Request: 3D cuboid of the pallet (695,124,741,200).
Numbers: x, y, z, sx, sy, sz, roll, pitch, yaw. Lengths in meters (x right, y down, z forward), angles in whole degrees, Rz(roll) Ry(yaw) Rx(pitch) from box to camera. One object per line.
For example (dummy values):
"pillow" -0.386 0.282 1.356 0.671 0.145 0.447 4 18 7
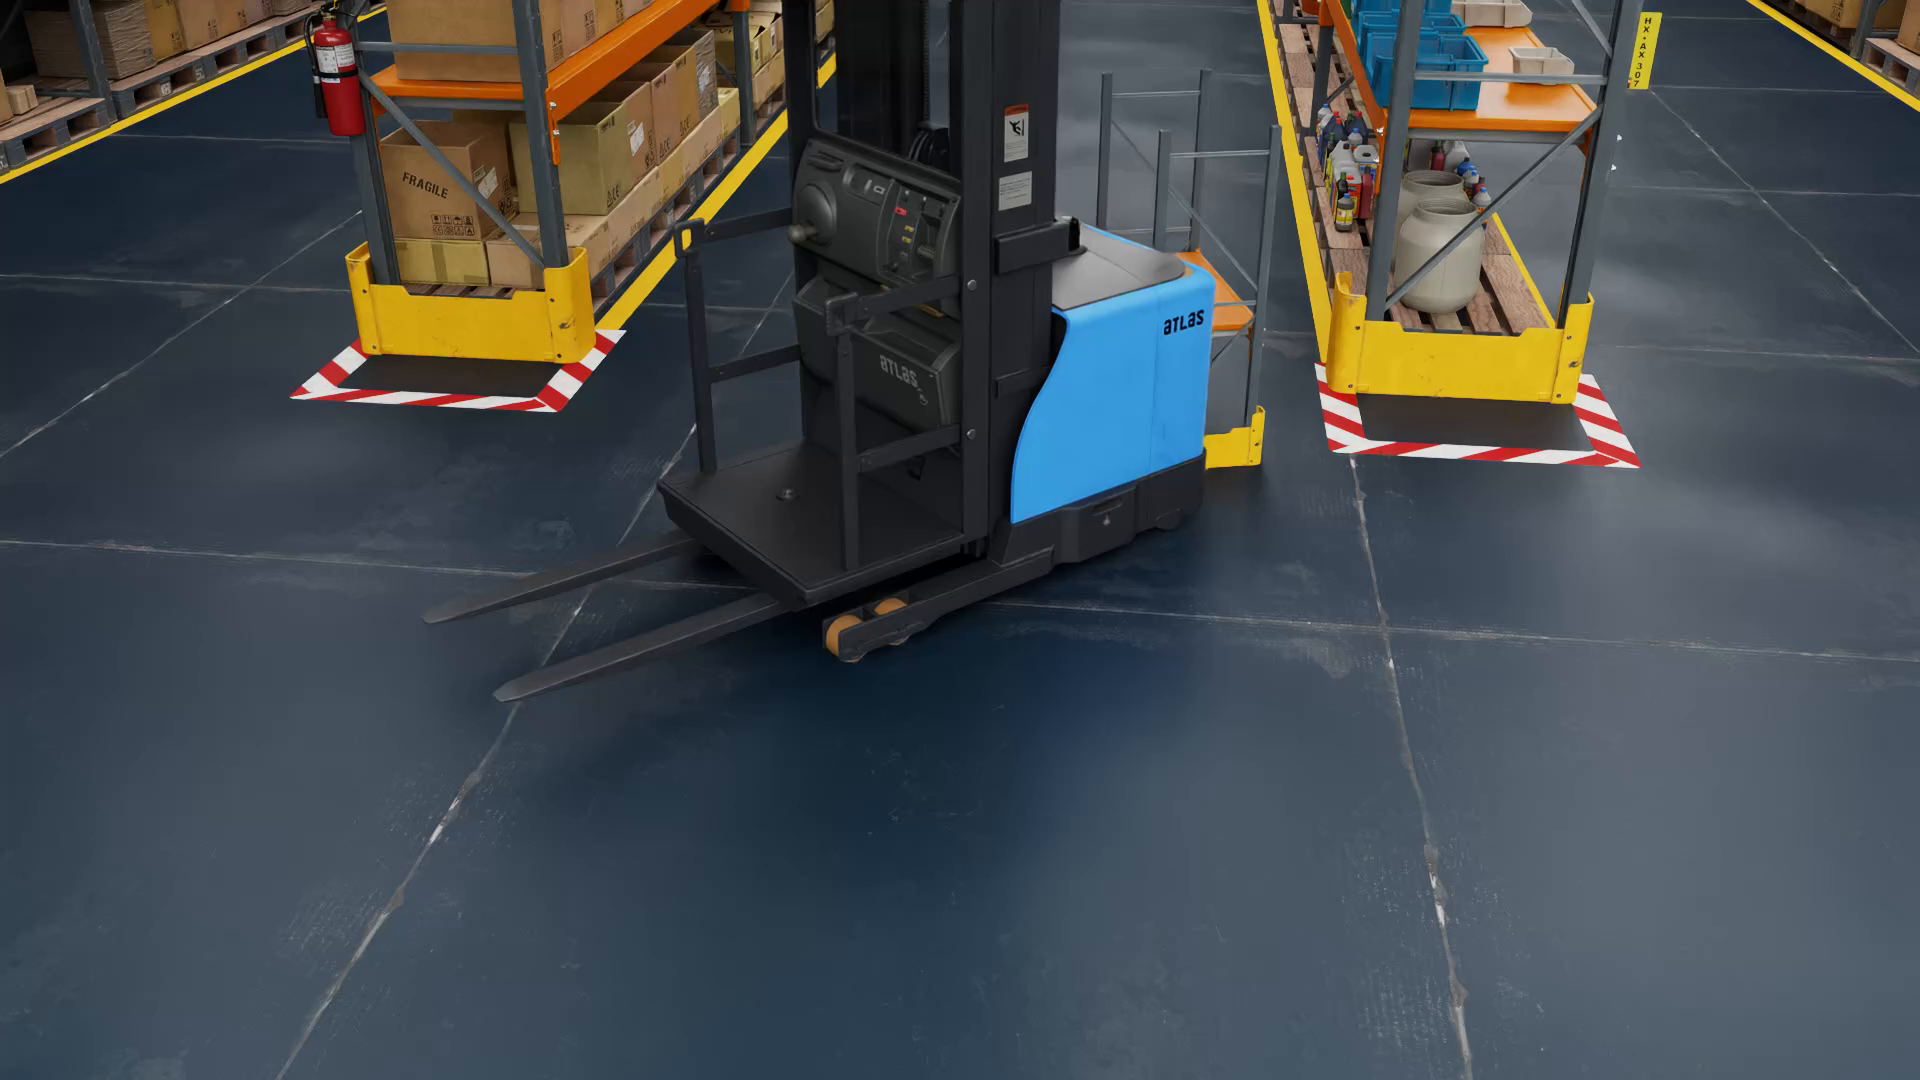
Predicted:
"pallet" -2.131 -2.618 11.387 1.003 0.211 1.213 3 28 6

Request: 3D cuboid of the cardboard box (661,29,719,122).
"cardboard box" -1.905 -3.057 10.926 0.500 0.500 0.500 3 28 6

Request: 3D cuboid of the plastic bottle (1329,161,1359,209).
"plastic bottle" 2.298 -2.112 9.916 0.152 0.276 0.135 3 28 5

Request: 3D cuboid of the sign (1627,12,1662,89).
"sign" 2.979 -2.133 7.255 0.100 0.325 0.005 3 28 6

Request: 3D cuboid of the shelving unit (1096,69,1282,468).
"shelving unit" 0.966 -1.227 7.446 0.587 1.500 1.083 -4 29 -8

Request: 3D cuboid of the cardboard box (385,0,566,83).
"cardboard box" -2.413 -2.598 8.304 0.700 0.500 0.500 3 28 6

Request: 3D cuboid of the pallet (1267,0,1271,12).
"pallet" 3.621 -5.529 16.791 1.003 0.211 1.213 3 28 6

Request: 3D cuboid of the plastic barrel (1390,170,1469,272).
"plastic barrel" 2.499 -1.685 8.895 0.421 0.512 0.421 0 28 0

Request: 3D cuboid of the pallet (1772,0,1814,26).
"pallet" 8.652 -5.235 16.244 1.003 0.211 1.213 3 28 6

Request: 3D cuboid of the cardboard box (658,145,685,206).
"cardboard box" -2.011 -2.255 10.229 0.500 0.250 0.500 3 28 6

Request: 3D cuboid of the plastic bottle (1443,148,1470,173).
"plastic bottle" 3.043 -2.284 10.235 0.152 0.276 0.135 4 29 7

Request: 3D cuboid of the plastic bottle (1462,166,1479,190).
"plastic bottle" 3.019 -2.081 9.864 0.097 0.271 0.097 0 28 0

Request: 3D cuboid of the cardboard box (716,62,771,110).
"cardboard box" -1.697 -3.367 12.294 0.500 0.250 0.500 3 28 5

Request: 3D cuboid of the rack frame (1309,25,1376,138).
"rack frame" 2.923 -3.928 10.879 1.000 3.000 0.127 3 28 6

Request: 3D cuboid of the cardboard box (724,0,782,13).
"cardboard box" -1.566 -4.098 13.059 0.500 0.311 0.500 2 28 5

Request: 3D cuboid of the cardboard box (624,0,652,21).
"cardboard box" -2.226 -3.327 9.657 0.700 0.500 0.500 4 29 8

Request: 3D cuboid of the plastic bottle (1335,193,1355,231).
"plastic bottle" 2.223 -1.897 9.595 0.097 0.201 0.097 0 28 0

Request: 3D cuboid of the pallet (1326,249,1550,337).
"pallet" 2.501 -1.238 8.826 1.003 0.211 1.213 3 28 6

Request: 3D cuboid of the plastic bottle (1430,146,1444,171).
"plastic bottle" 2.938 -2.293 10.244 0.061 0.283 0.133 3 28 6

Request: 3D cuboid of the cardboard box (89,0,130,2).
"cardboard box" -6.785 -4.482 13.288 0.500 0.250 0.500 3 28 5

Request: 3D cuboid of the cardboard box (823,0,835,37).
"cardboard box" -1.384 -4.570 14.527 0.500 0.250 0.500 3 28 6

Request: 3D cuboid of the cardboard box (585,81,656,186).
"cardboard box" -2.088 -2.350 9.616 0.500 0.500 0.500 3 28 6

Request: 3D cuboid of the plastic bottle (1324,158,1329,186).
"plastic bottle" 2.331 -2.313 10.368 0.097 0.201 0.097 0 28 0

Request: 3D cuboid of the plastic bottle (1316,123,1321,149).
"plastic bottle" 2.437 -2.717 11.118 0.097 0.201 0.097 0 28 0

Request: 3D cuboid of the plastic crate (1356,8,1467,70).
"plastic crate" 2.283 -2.538 8.455 0.499 0.251 0.408 3 28 6

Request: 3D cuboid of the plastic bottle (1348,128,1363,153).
"plastic bottle" 2.515 -2.489 10.621 0.097 0.271 0.097 0 28 0

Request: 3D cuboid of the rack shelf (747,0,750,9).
"rack shelf" -1.747 -4.842 13.334 1.077 0.370 4.000 3 28 6

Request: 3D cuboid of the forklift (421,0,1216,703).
"forklift" -0.473 -1.138 5.771 3.031 2.935 1.130 -20 34 -32

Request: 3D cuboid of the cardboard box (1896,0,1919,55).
"cardboard box" 8.267 -4.300 13.740 0.700 0.500 0.500 2 28 4

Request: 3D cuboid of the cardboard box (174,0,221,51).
"cardboard box" -6.719 -4.428 13.979 0.700 0.500 0.500 4 29 7

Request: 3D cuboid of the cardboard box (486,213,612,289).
"cardboard box" -2.196 -1.549 8.918 0.500 0.250 0.500 3 28 6

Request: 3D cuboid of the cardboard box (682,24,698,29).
"cardboard box" -2.227 -3.646 12.220 0.500 0.311 0.500 3 28 6

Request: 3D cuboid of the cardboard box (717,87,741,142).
"cardboard box" -1.832 -2.961 11.540 0.500 0.250 0.500 3 28 6

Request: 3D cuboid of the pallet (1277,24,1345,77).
"pallet" 3.280 -4.221 14.362 1.003 0.211 1.213 3 28 6

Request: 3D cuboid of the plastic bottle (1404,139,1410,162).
"plastic bottle" 2.987 -2.644 10.824 0.144 0.351 0.185 3 28 6

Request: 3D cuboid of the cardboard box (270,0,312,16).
"cardboard box" -6.455 -5.138 15.296 0.700 0.500 0.500 4 29 7

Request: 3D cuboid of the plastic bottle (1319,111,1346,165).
"plastic bottle" 2.413 -2.600 10.742 0.144 0.351 0.185 4 29 8

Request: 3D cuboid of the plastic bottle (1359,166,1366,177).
"plastic bottle" 2.440 -2.171 10.104 0.097 0.201 0.097 0 28 0

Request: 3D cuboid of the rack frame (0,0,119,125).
"rack frame" -6.909 -4.504 11.947 1.000 3.000 0.127 3 28 6

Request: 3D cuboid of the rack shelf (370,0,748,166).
"rack shelf" -2.237 -2.960 9.839 1.077 0.370 4.000 3 28 6

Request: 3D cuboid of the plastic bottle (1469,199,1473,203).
"plastic bottle" 2.977 -1.891 9.584 0.097 0.201 0.097 0 28 0

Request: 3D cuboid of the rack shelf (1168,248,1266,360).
"rack shelf" 0.967 -1.064 7.524 0.538 0.185 1.000 -4 29 -8

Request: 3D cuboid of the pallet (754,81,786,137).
"pallet" -1.941 -3.339 12.725 1.003 0.211 1.213 3 28 6

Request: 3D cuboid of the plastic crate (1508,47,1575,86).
"plastic crate" 2.862 -2.332 8.193 0.298 0.136 0.250 3 28 6

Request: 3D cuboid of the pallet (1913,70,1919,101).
"pallet" 8.080 -3.355 12.755 1.003 0.211 1.213 3 28 6

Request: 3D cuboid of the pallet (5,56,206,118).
"pallet" -6.815 -3.643 13.289 1.003 0.211 1.213 3 28 6
